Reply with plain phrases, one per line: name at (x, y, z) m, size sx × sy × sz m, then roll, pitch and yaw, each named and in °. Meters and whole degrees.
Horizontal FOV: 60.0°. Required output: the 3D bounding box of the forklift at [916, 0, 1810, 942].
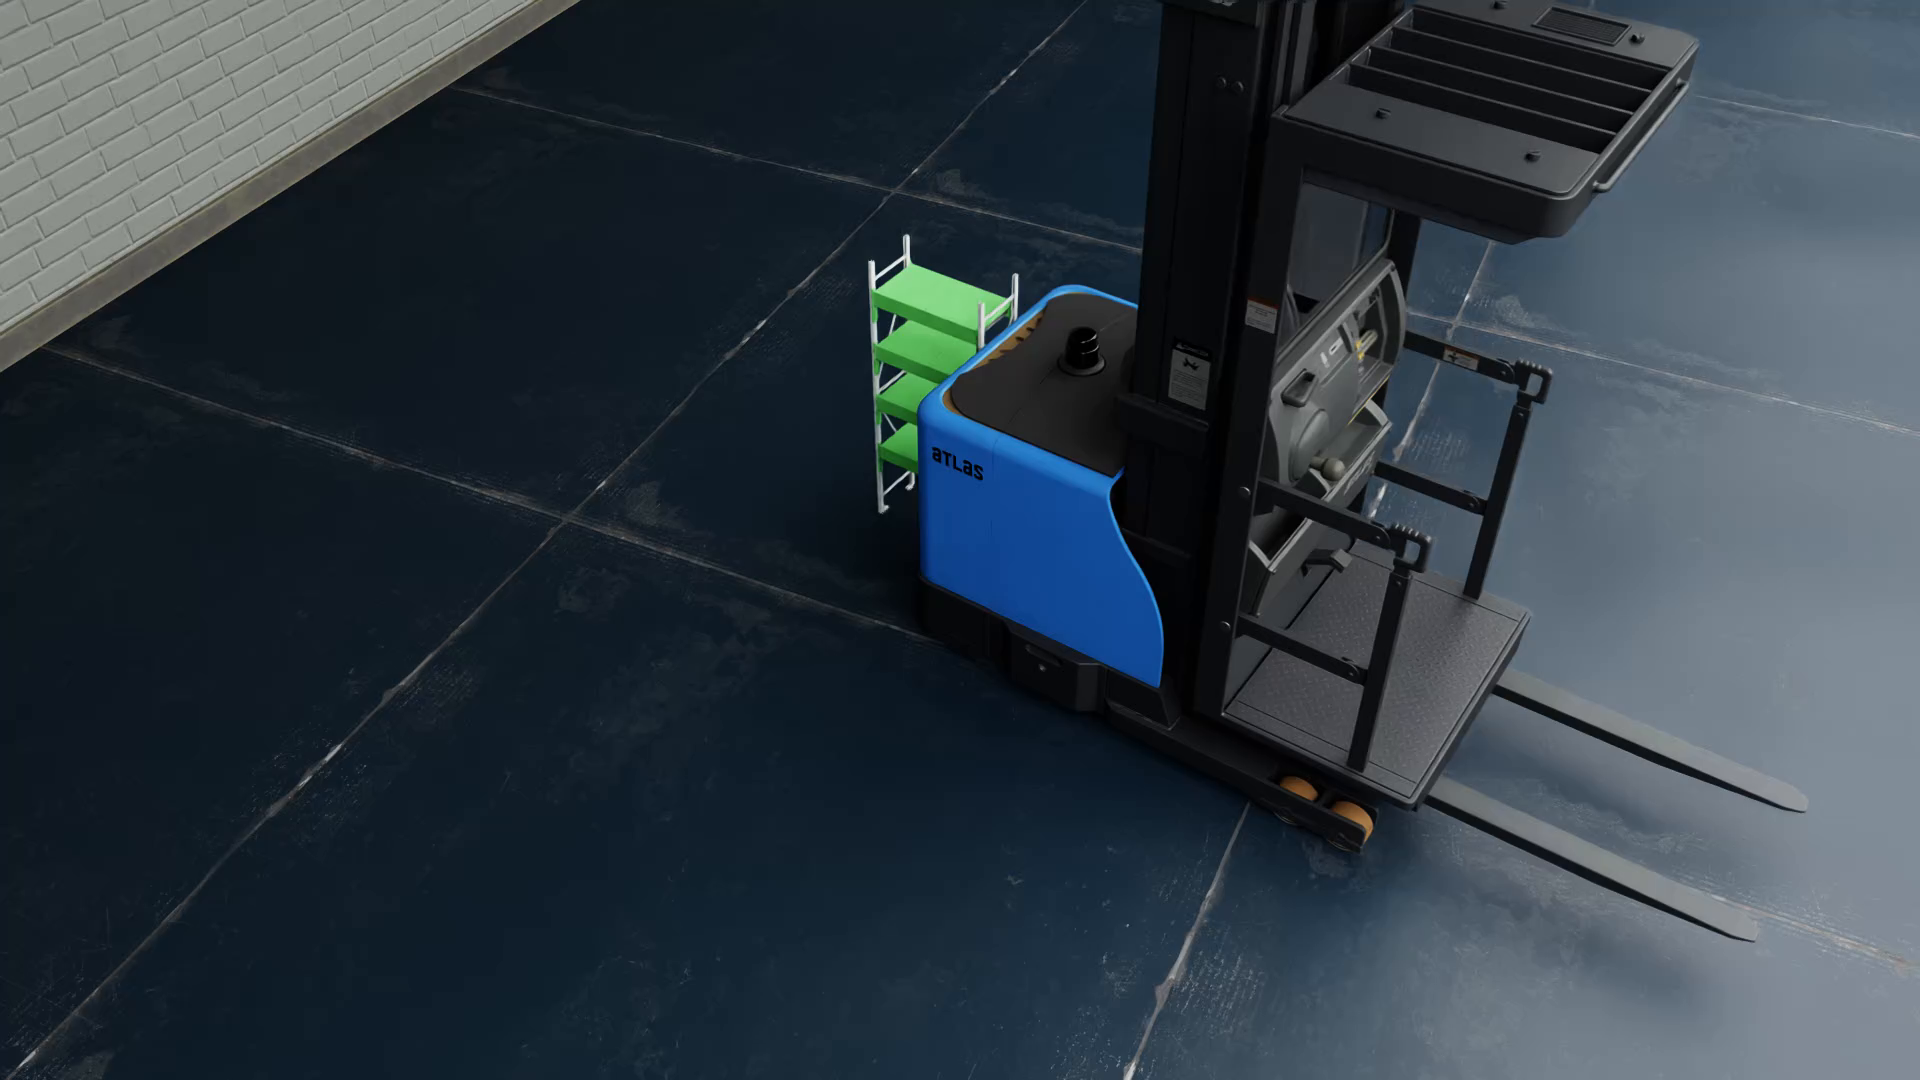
forklift at (1.340, -0.471, 5.055) m, size 3.031 × 2.935 × 1.130 m, roll 24°, pitch 46°, yaw 25°

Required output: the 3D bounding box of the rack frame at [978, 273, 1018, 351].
rack frame at (0.138, -0.447, 6.349) m, size 0.015 × 1.200 × 0.240 m, roll 24°, pitch 46°, yaw 25°

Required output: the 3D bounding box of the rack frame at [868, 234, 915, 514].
rack frame at (-0.264, -0.628, 6.559) m, size 0.015 × 1.200 × 0.240 m, roll 24°, pitch 46°, yaw 25°

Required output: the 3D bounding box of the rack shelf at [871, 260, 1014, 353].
rack shelf at (-0.063, -0.852, 6.182) m, size 0.480 × 0.148 × 0.258 m, roll 24°, pitch 46°, yaw 25°

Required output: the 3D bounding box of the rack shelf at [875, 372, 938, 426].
rack shelf at (-0.063, -0.489, 6.496) m, size 0.480 × 0.148 × 0.258 m, roll 24°, pitch 46°, yaw 25°

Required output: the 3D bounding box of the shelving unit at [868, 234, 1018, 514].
shelving unit at (-0.063, -0.538, 6.454) m, size 0.503 × 1.200 × 0.258 m, roll 24°, pitch 46°, yaw 25°

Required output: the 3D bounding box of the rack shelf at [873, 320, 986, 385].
rack shelf at (-0.063, -0.671, 6.339) m, size 0.480 × 0.148 × 0.258 m, roll 24°, pitch 46°, yaw 25°

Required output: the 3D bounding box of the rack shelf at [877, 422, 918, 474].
rack shelf at (-0.063, -0.308, 6.653) m, size 0.480 × 0.148 × 0.258 m, roll 24°, pitch 46°, yaw 25°
